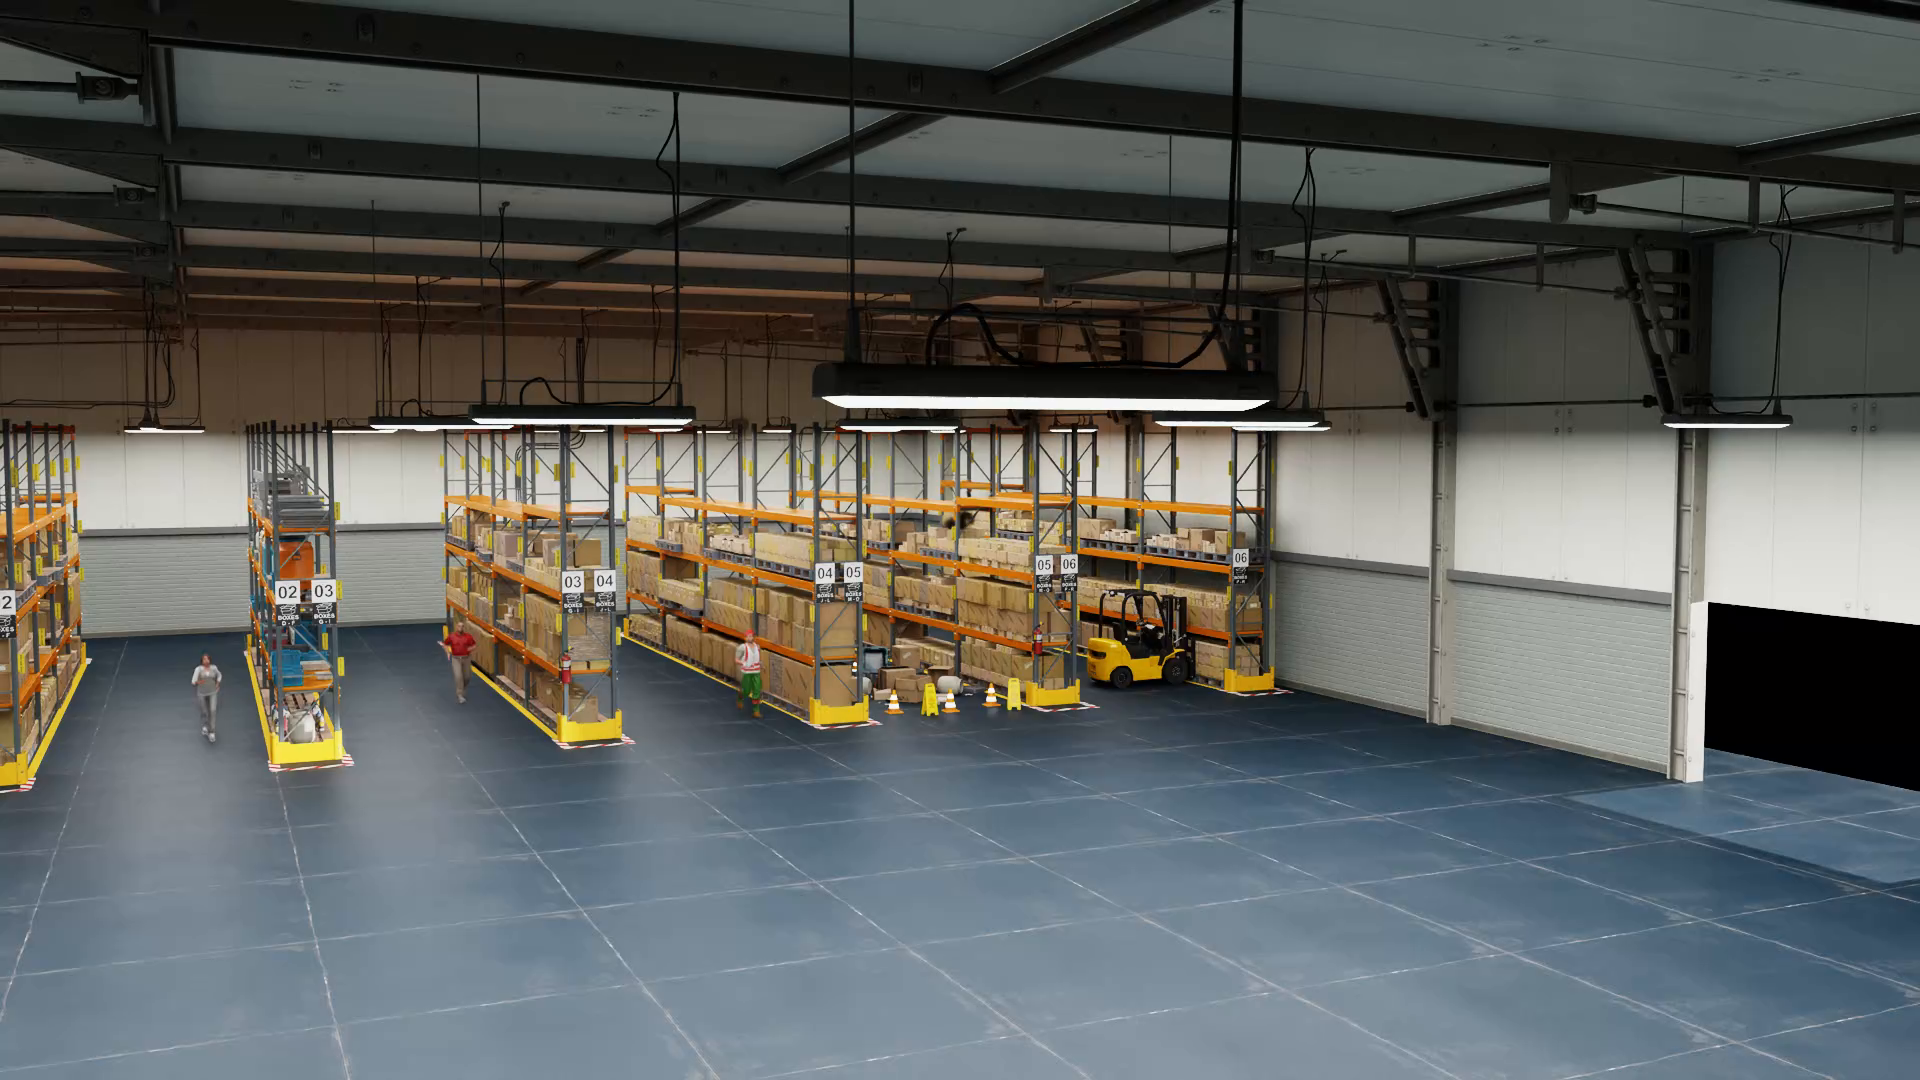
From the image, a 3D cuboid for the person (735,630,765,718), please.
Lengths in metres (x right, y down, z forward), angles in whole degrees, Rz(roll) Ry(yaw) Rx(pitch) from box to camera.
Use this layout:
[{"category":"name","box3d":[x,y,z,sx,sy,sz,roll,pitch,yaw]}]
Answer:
[{"category":"person","box3d":[-4.270,2.705,33.860,0.639,1.768,0.971,-2,4,-34]}]

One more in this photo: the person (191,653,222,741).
[{"category":"person","box3d":[-14.189,2.939,31.345,0.532,1.612,0.798,-2,4,-27]}]

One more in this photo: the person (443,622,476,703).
[{"category":"person","box3d":[-10.767,2.614,35.869,0.672,1.700,0.933,-2,4,-29]}]
